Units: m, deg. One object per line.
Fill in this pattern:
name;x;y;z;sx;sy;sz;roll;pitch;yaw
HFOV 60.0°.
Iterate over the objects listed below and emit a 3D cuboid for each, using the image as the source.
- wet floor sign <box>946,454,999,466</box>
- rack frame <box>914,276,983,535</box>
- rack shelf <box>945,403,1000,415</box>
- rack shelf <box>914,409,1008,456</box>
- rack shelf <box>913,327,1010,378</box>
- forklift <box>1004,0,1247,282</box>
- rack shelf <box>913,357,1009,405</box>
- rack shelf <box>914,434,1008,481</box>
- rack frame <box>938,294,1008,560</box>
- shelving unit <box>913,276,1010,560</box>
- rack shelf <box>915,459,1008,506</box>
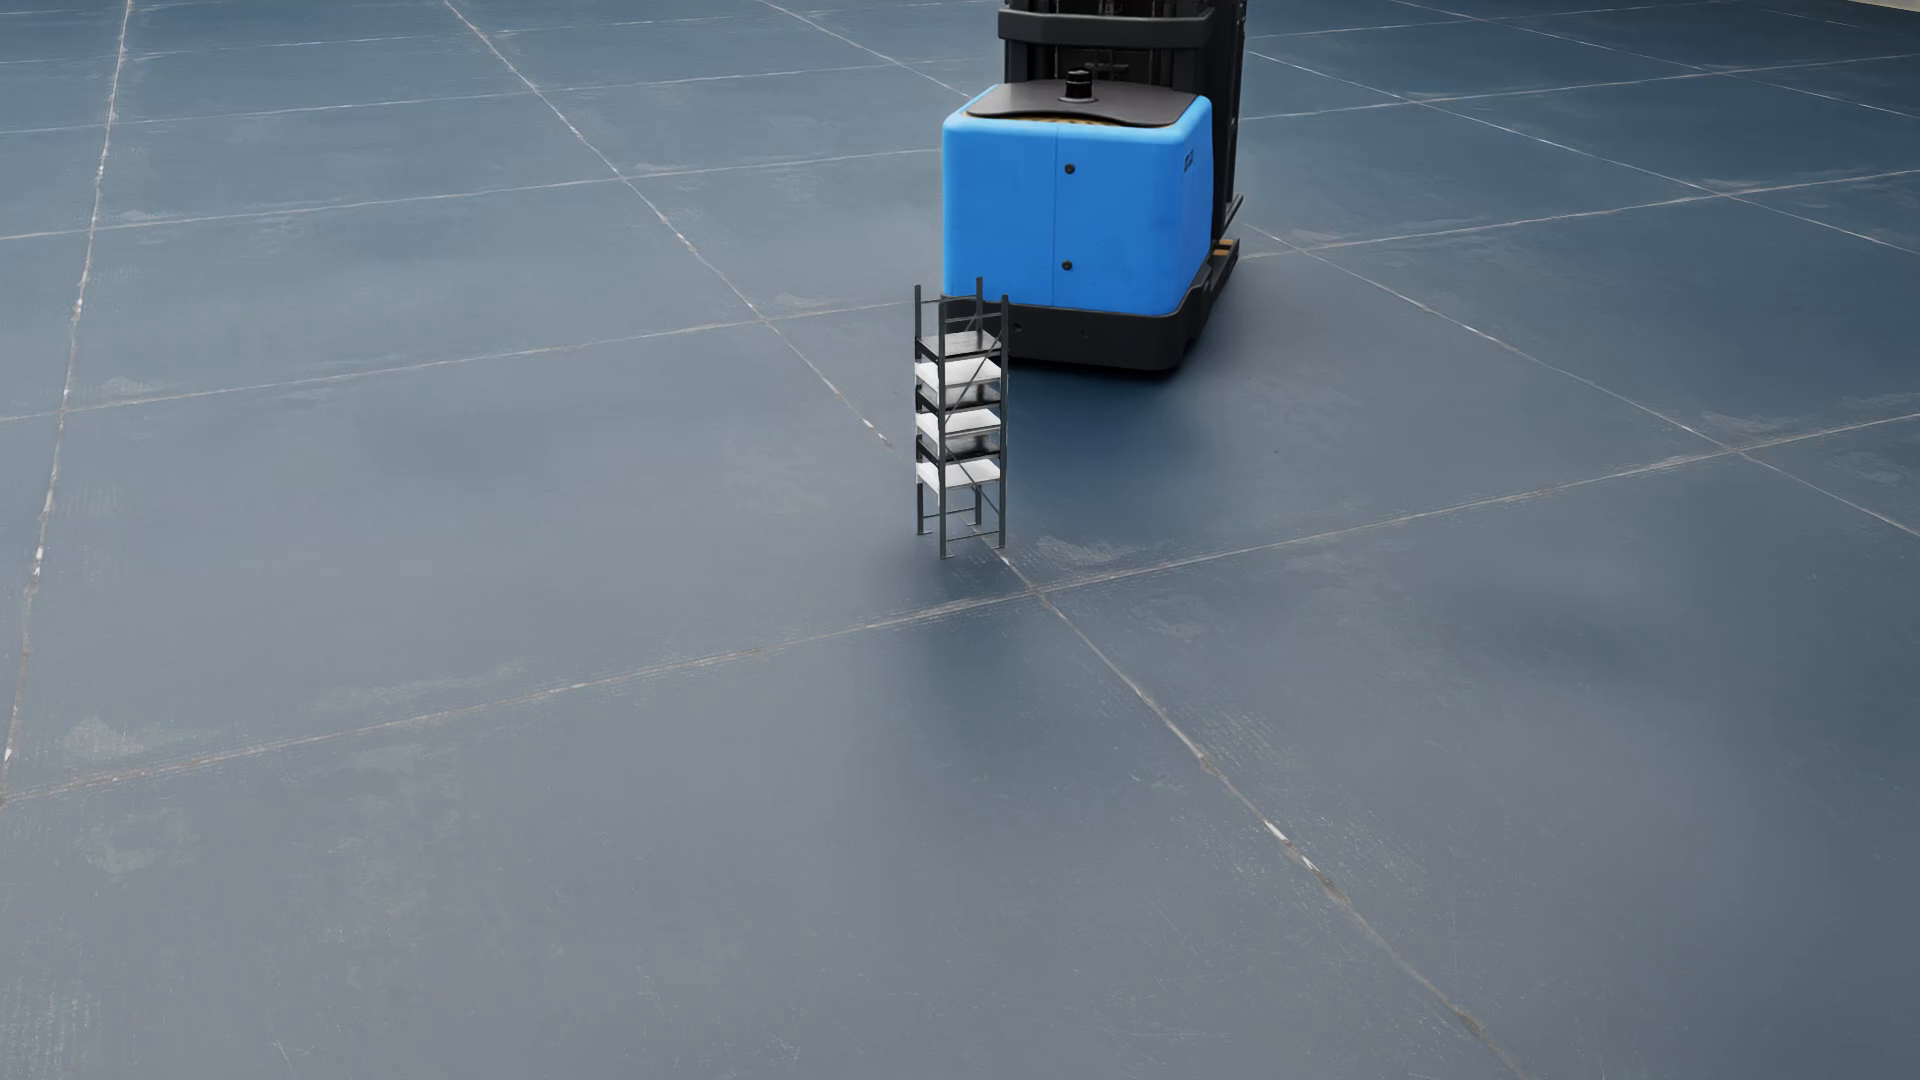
wet floor sign;-4.111;1.805;1.317;8.976;0.644;9.326;-1;26;-3
rack frame;-0.037;-0.442;5.630;0.240;0.900;0.006;-11;28;-21
rack shelf;0.003;-0.465;5.514;0.199;0.015;0.184;-11;28;-21
rack shelf;0.003;-0.371;5.560;0.258;0.077;0.200;-11;28;-21
rack shelf;0.003;-0.614;5.442;0.258;0.077;0.200;-11;28;-21
forklift;0.832;-2.653;7.916;1.118;2.867;2.937;7;27;15
rack shelf;0.003;-0.533;5.481;0.258;0.077;0.200;-11;28;-21
rack shelf;0.003;-0.290;5.600;0.258;0.077;0.200;-11;28;-21
rack frame;0.043;-0.360;5.462;0.240;0.900;0.006;-11;28;-21
shelving unit;0.003;-0.401;5.546;0.258;0.900;0.210;-11;28;-21
rack shelf;0.003;-0.209;5.639;0.258;0.077;0.200;-11;28;-21
